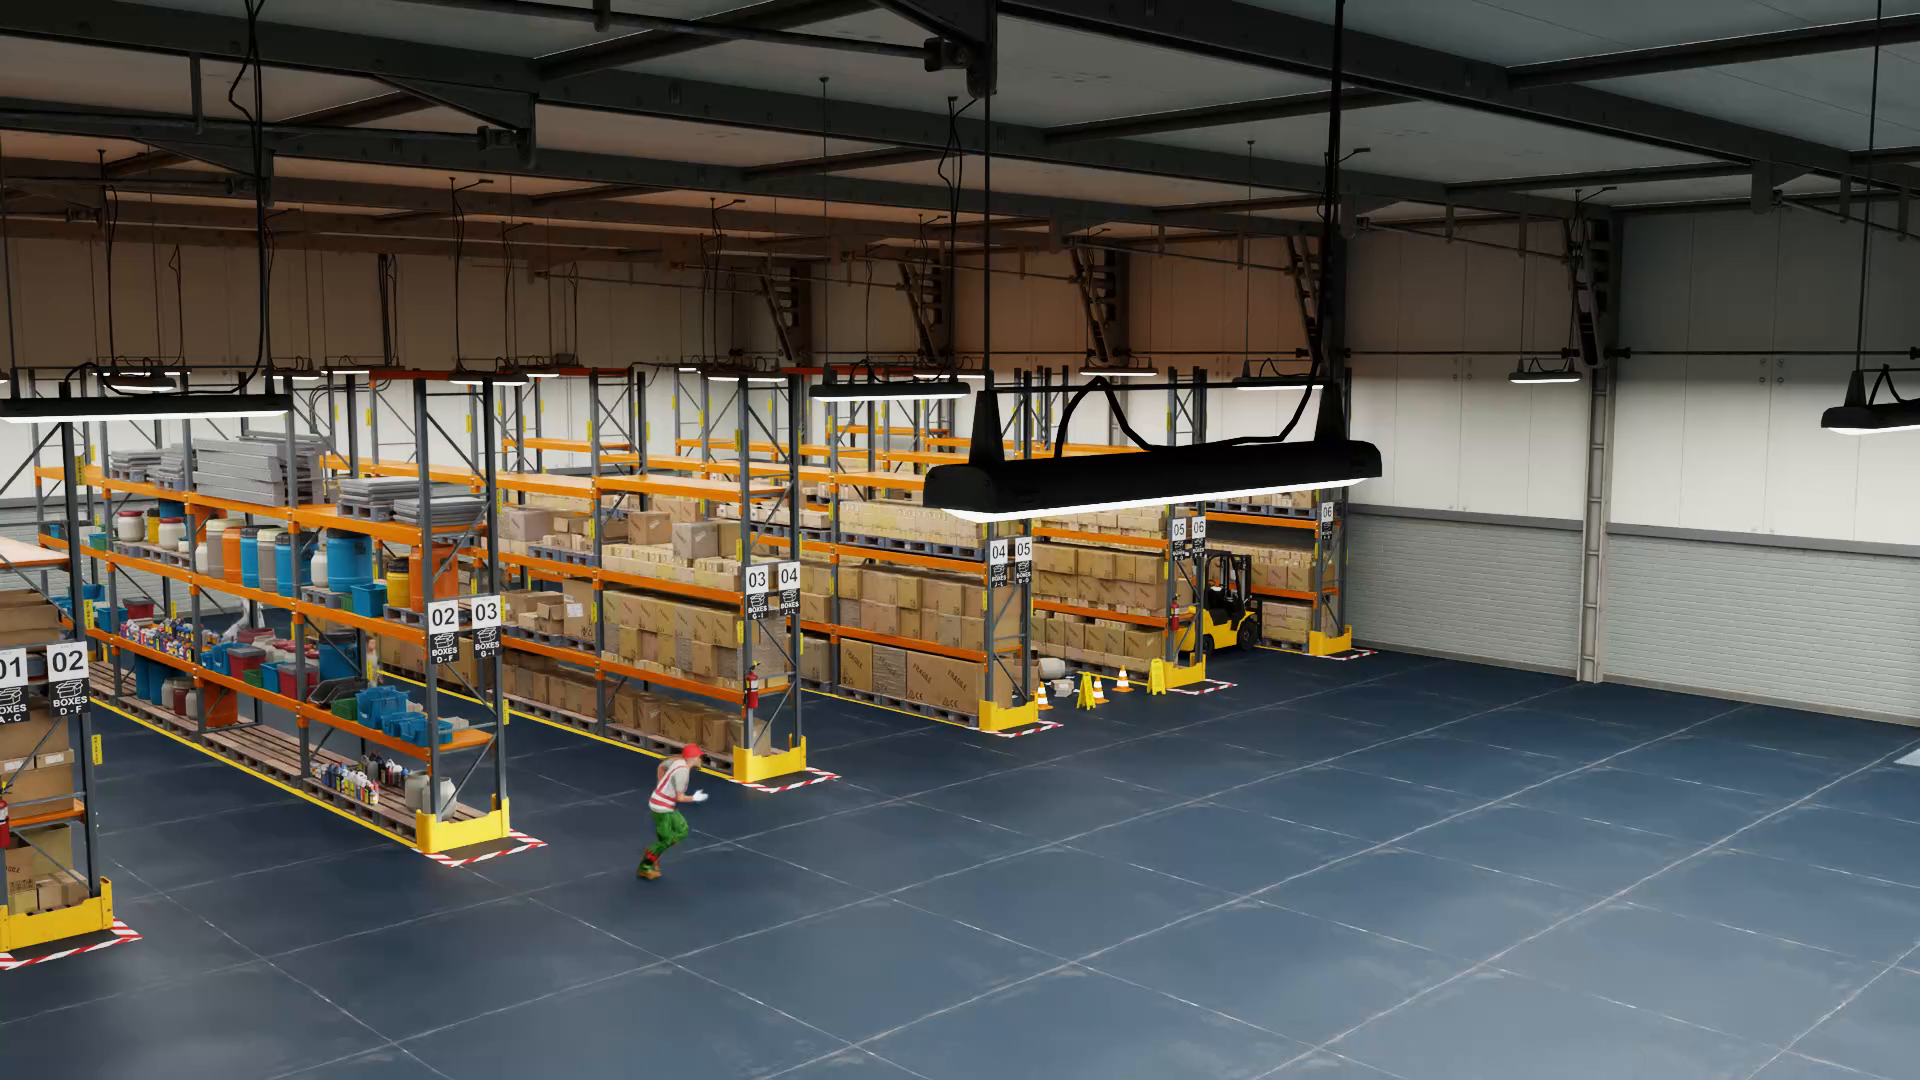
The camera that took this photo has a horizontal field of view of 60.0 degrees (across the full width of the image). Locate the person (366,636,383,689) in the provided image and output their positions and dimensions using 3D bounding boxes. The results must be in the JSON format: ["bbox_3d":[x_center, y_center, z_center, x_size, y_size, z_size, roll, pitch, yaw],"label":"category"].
[{"bbox_3d":[-10.006,2.398,27.885,0.735,1.618,0.560,3,7,25],"label":"person"}]

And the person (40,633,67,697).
[{"bbox_3d":[-16.042,2.227,29.379,0.590,1.621,0.887,-6,9,-43],"label":"person"}]

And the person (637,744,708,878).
[{"bbox_3d":[-3.491,3.264,20.155,0.867,1.597,0.699,-1,7,-12],"label":"person"}]

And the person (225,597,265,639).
[{"bbox_3d":[-15.507,1.348,36.311,1.046,1.733,0.744,-2,7,-16],"label":"person"}]
